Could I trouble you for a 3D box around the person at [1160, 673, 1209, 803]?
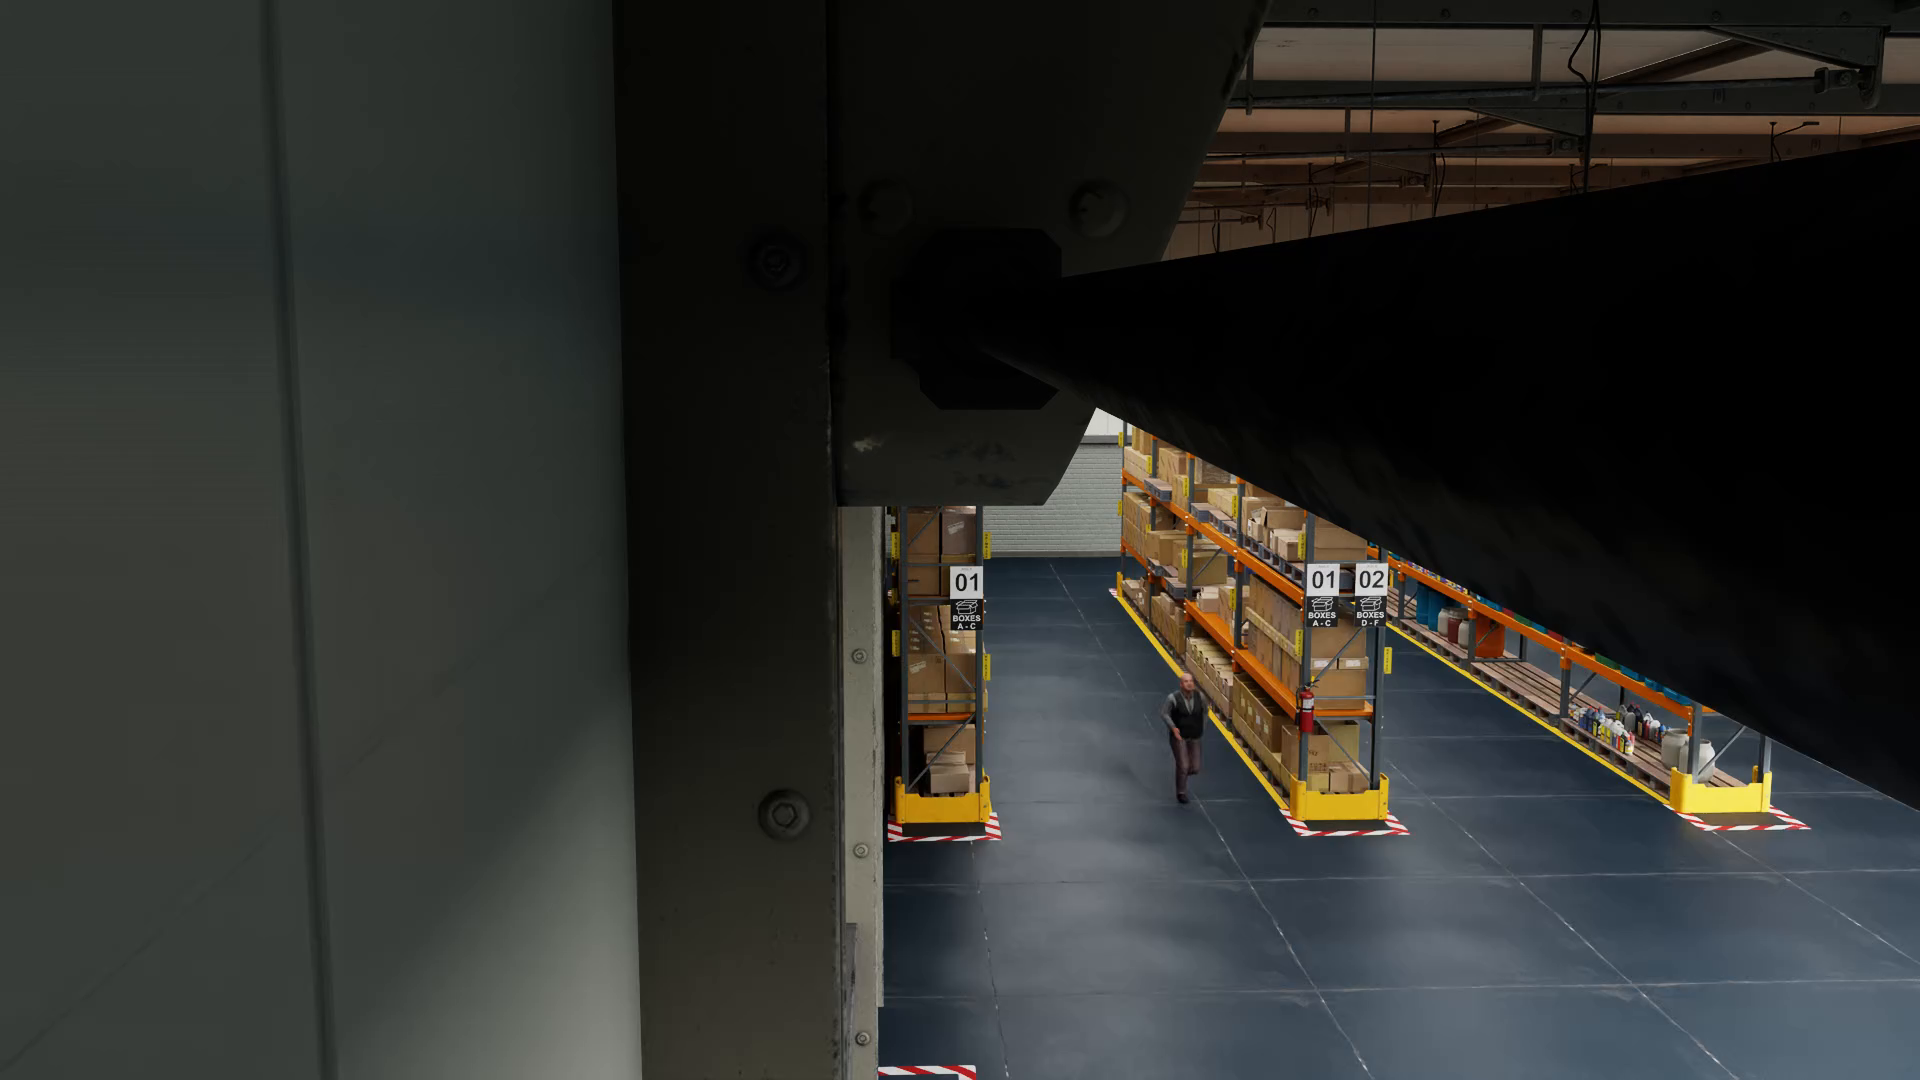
[{"bbox_3d":[2.887,2.513,21.316,0.654,1.678,0.648,-2,8,-11],"label":"person"}]
